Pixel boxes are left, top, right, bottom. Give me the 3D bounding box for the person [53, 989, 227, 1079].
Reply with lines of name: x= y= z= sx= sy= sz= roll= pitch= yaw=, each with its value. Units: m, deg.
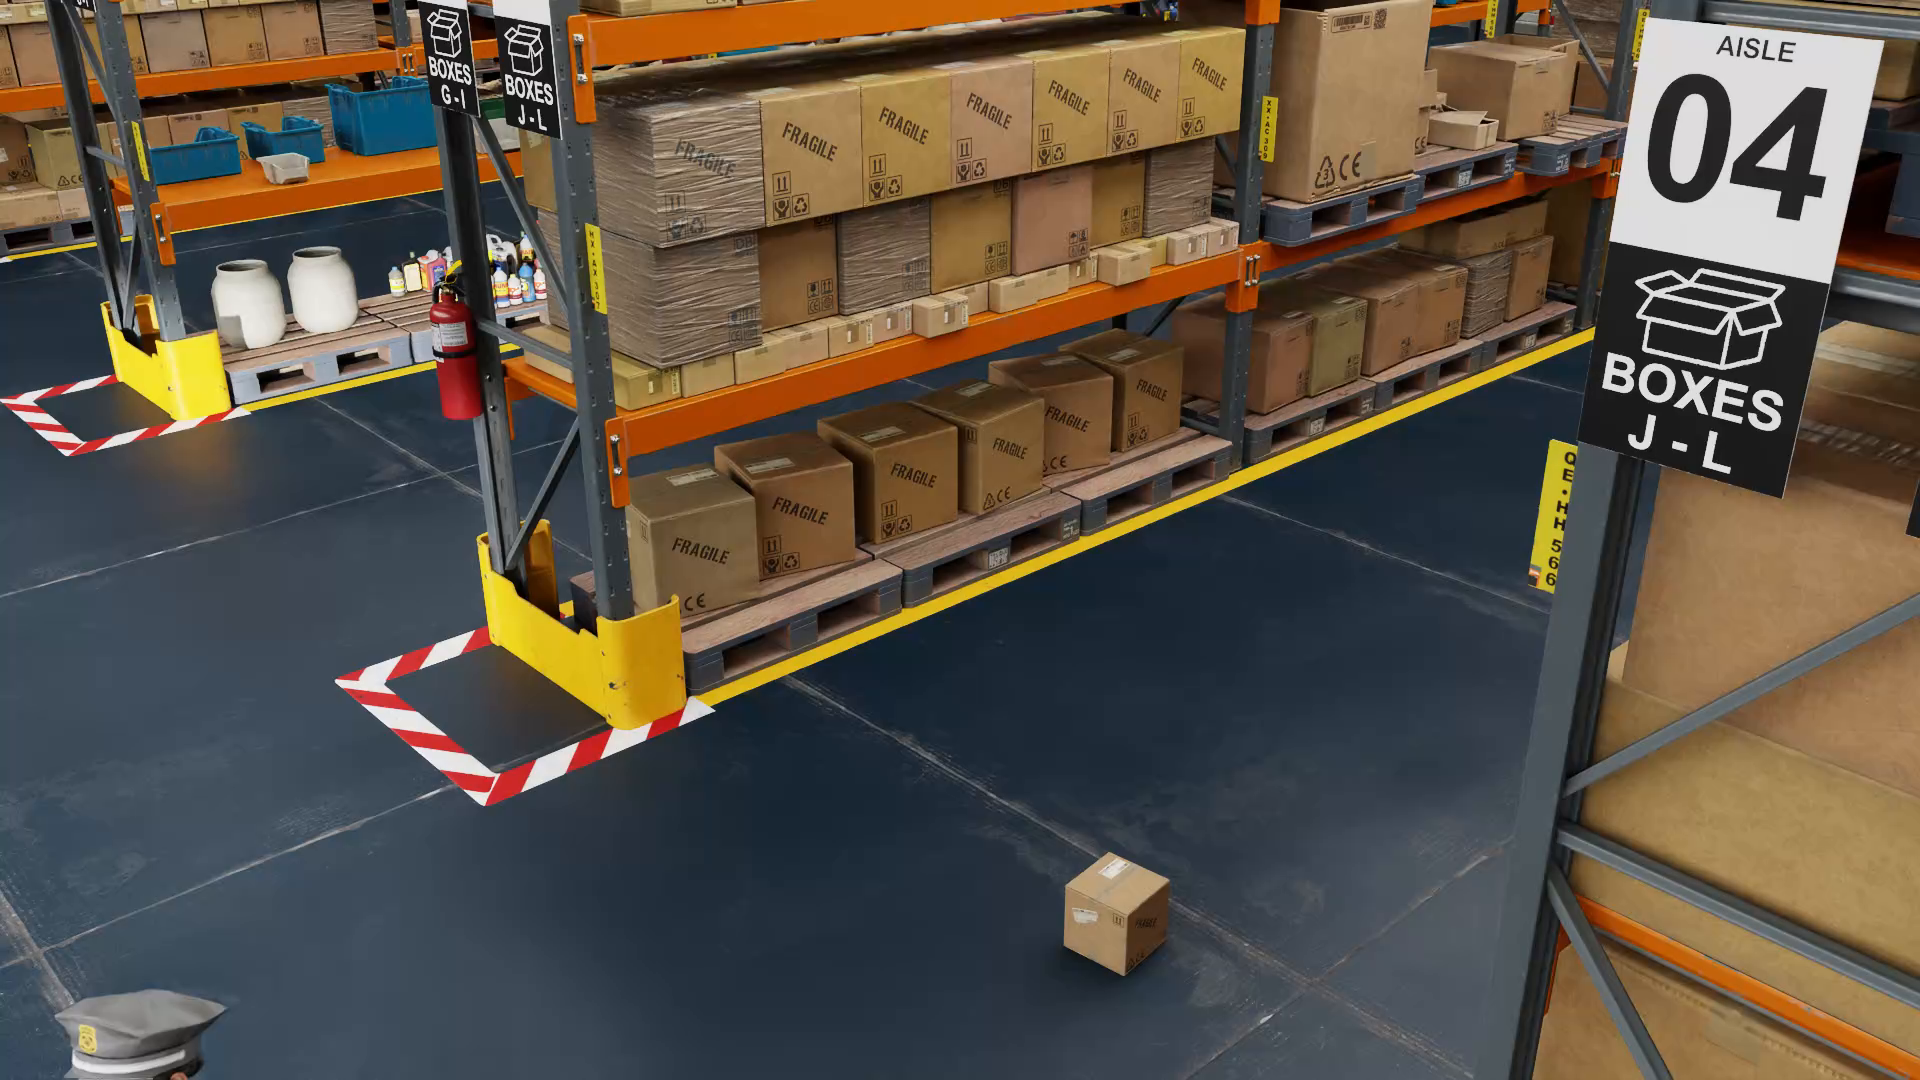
person: x=-1.429 y=1.550 z=3.150 sx=0.495 sy=1.652 sz=0.888 roll=13 pitch=28 yaw=27
